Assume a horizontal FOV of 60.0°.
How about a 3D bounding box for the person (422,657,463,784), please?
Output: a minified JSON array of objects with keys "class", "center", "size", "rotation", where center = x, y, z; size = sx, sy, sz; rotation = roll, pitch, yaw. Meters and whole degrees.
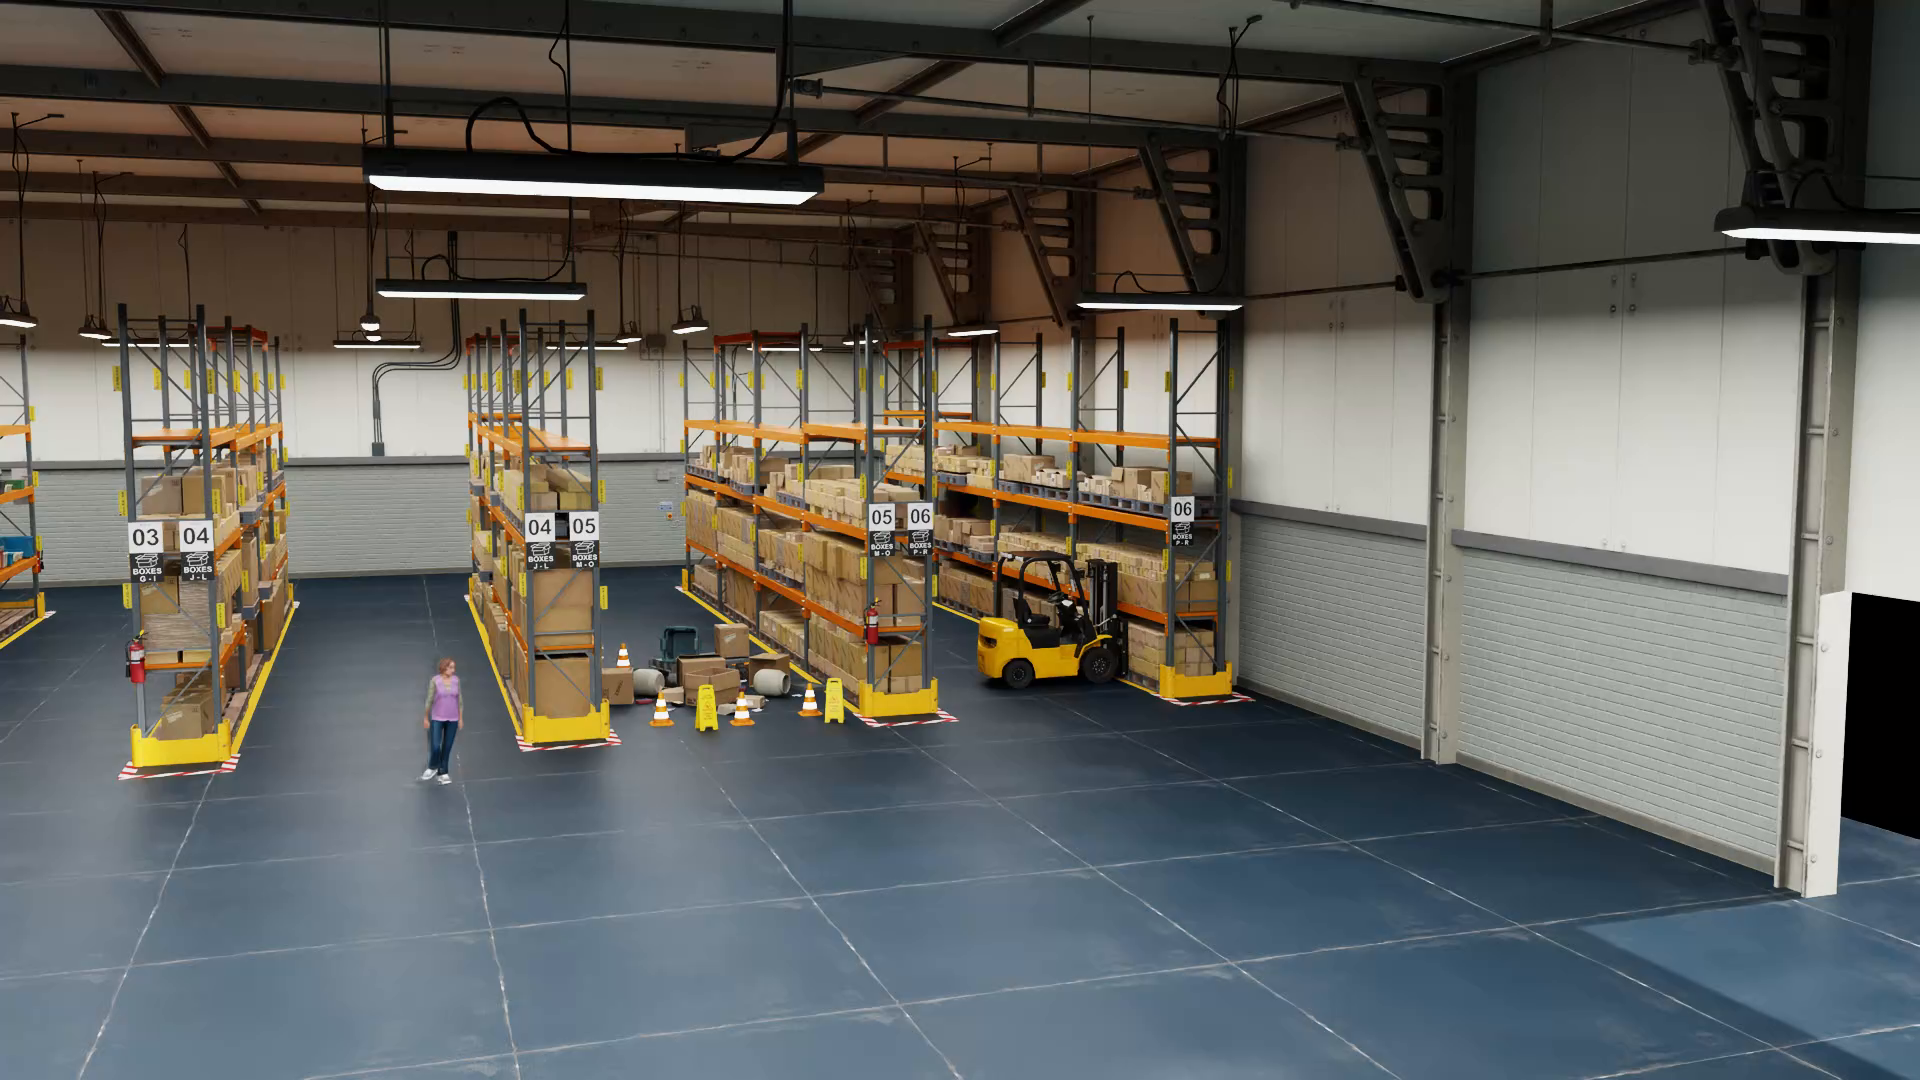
[{"class":"person","center":[-6.445,2.243,20.690],"size":[0.500,1.587,0.404],"rotation":[-4,7,-37]}]
